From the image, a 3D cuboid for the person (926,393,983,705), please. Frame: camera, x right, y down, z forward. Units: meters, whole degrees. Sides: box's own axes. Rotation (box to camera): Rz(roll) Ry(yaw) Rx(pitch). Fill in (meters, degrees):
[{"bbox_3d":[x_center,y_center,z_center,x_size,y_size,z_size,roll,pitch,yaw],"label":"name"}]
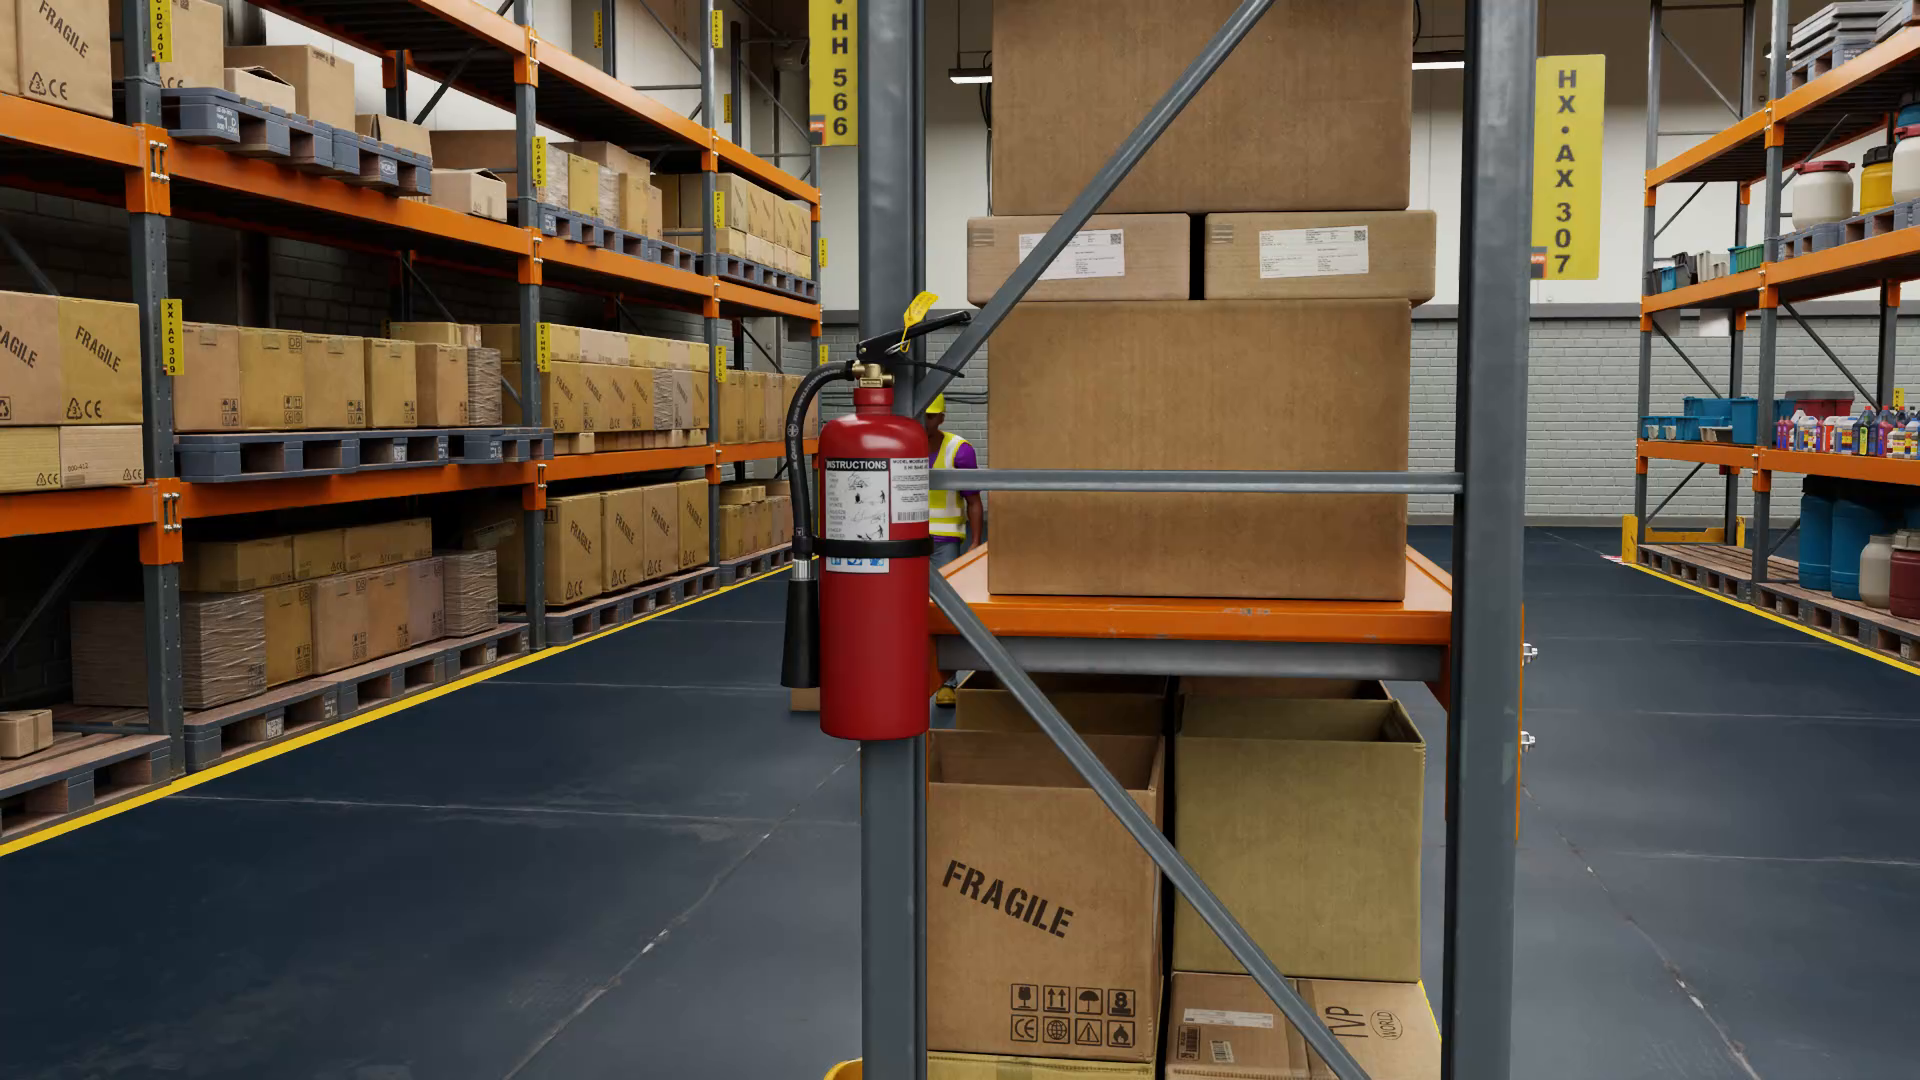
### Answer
[{"bbox_3d":[-0.192,0.029,9.163,0.635,1.760,0.462,1,4,7],"label":"person"}]
